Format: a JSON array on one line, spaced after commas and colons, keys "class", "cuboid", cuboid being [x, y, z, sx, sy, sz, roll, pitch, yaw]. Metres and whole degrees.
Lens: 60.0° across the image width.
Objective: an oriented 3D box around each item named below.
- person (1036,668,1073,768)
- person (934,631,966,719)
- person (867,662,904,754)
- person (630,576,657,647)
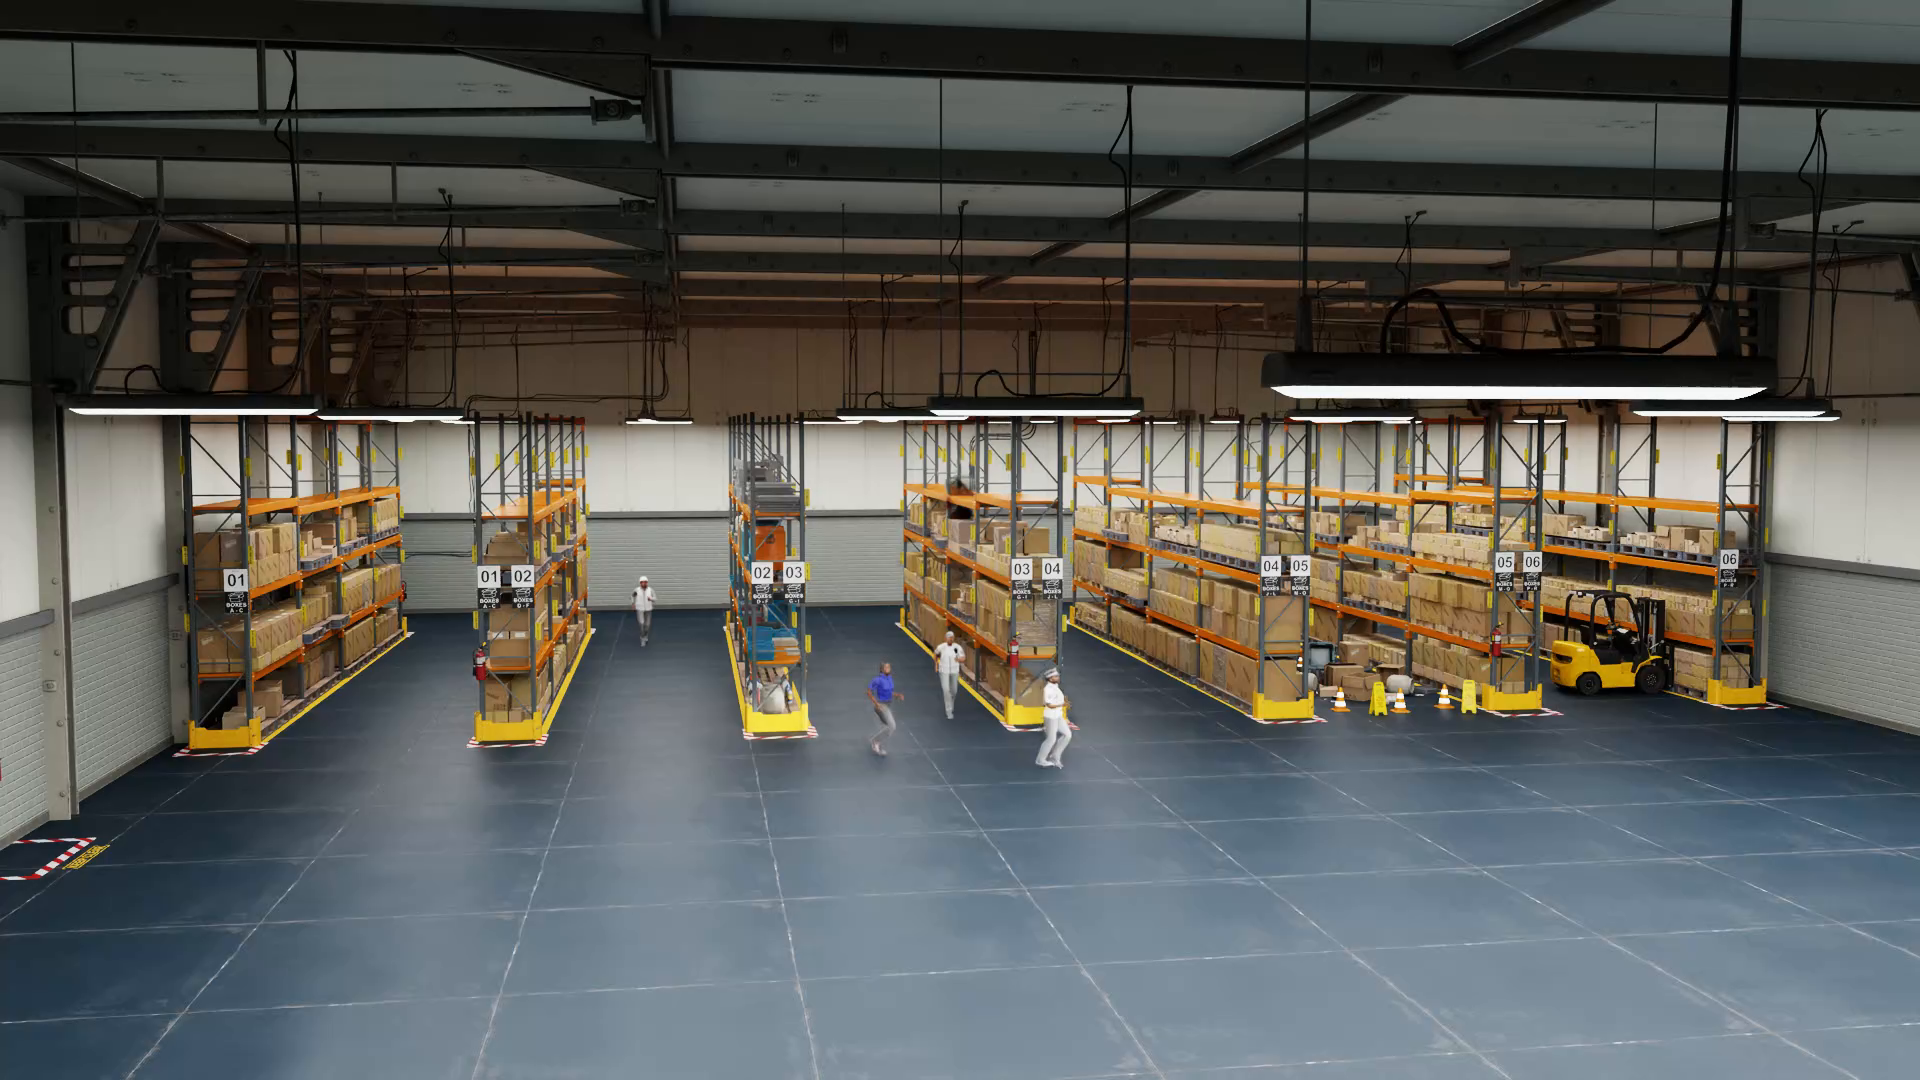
[{"class": "person", "cuboid": [1.597, 2.992, 27.849, 0.660, 1.727, 0.555, 2, 4, 24]}, {"class": "person", "cuboid": [-0.199, 2.631, 32.906, 0.599, 1.668, 0.919, -1, 4, -9]}, {"class": "person", "cuboid": [-1.276, 2.934, 29.033, 0.582, 1.621, 0.560, 2, 4, 26]}, {"class": "person", "cuboid": [-8.296, 1.856, 43.657, 0.639, 1.807, 0.875, -2, 4, -22]}]
